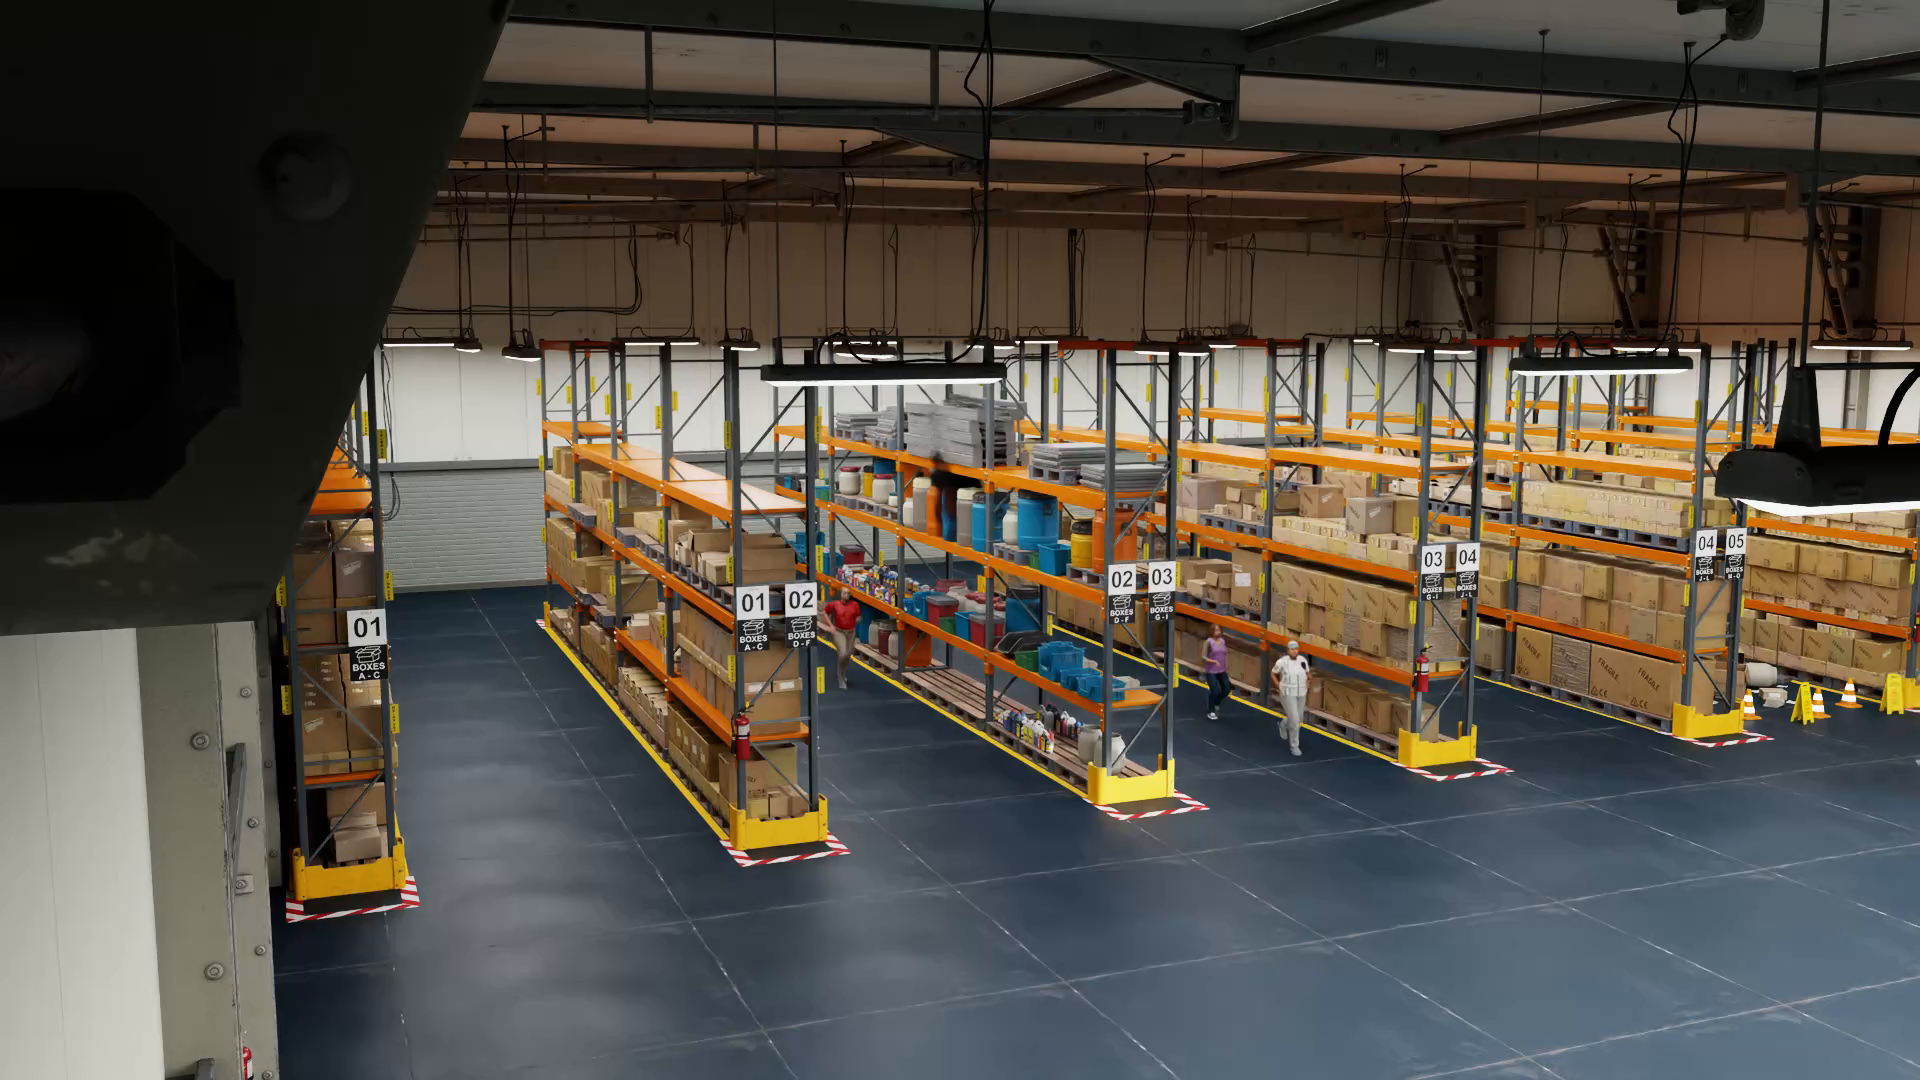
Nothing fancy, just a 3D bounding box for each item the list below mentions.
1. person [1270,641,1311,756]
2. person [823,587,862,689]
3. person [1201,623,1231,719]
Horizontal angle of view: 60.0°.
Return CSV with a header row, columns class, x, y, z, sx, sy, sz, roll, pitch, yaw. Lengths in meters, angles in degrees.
class,x,y,z,sx,sy,sz,roll,pitch,yaw
person,4.951,2.314,24.747,0.600,1.670,0.745,-2,8,-15
person,-2.016,1.711,29.134,0.638,1.801,0.795,-4,8,-28
person,4.111,2.111,26.517,0.523,1.556,0.534,-3,8,-21
